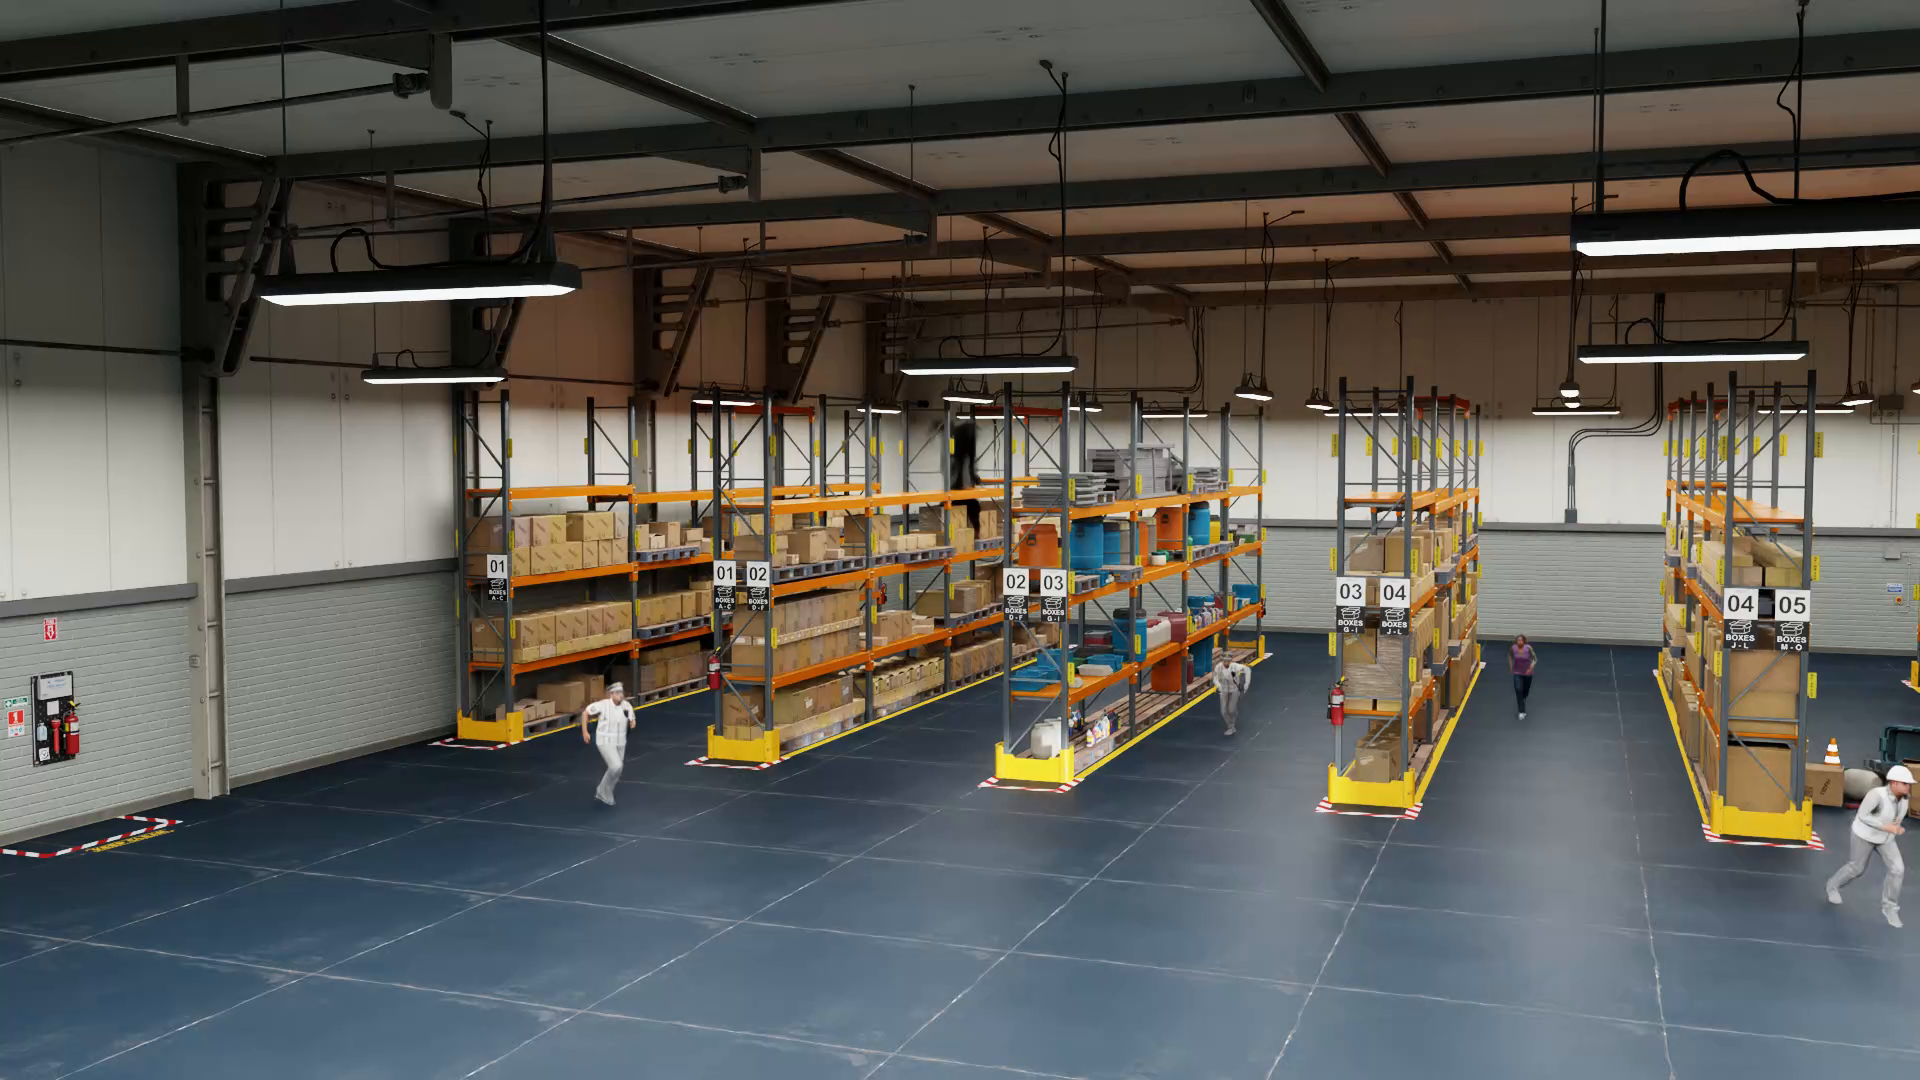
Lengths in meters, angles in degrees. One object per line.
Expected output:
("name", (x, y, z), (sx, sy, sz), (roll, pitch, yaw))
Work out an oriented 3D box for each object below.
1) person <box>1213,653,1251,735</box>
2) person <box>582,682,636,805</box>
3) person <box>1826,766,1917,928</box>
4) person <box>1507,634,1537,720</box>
("person", (4.721, 2.675, 28.888), (0.639, 1.491, 0.752), (1, 3, 21))
("person", (-4.851, 2.835, 23.210), (0.699, 1.733, 0.801), (-3, 4, -43))
("person", (9.725, 3.209, 17.746), (0.702, 1.731, 1.040), (-1, 3, -20))
("person", (10.484, 2.523, 31.037), (0.536, 1.586, 0.950), (1, 3, 20))
